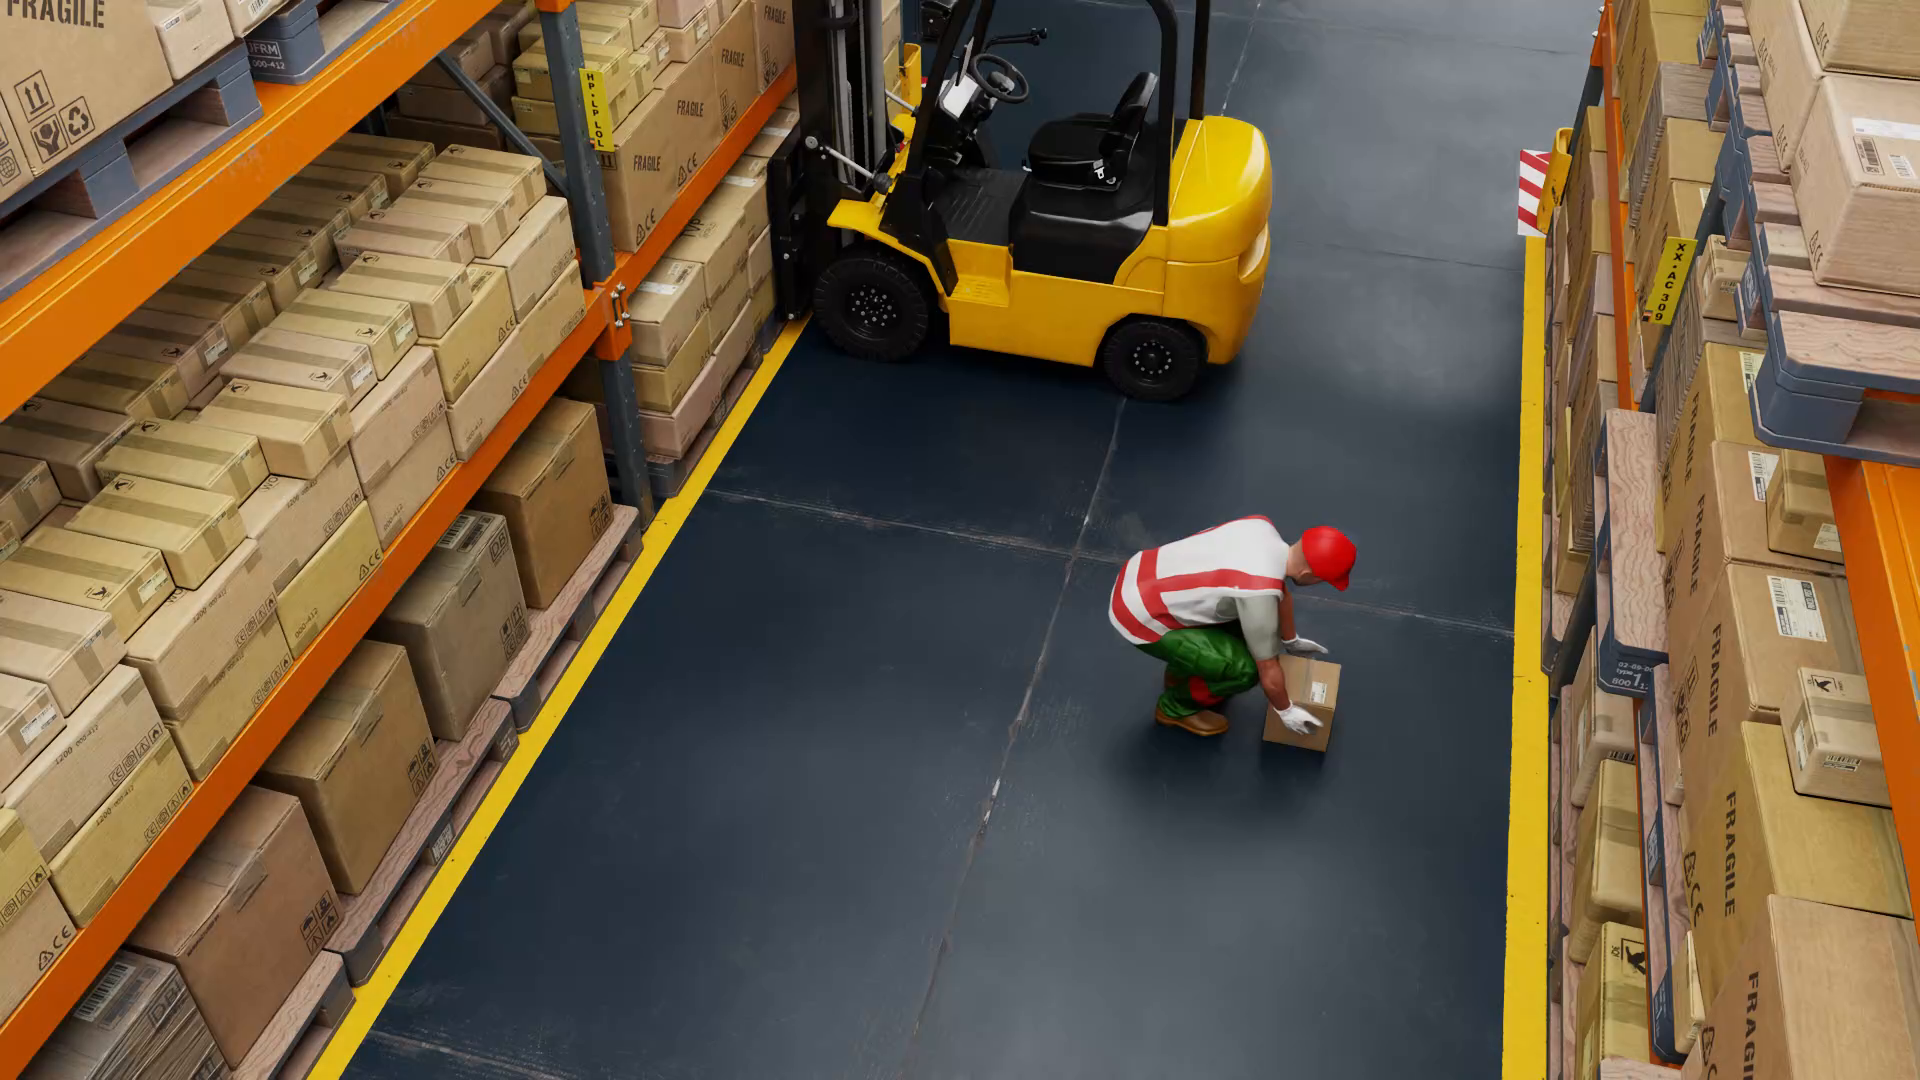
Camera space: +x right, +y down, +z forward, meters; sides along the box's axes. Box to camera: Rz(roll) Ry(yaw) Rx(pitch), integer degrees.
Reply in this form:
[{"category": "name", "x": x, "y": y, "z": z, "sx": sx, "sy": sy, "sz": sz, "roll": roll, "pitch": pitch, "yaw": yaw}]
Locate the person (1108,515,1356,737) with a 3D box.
[{"category": "person", "x": 1.026, "y": 0.295, "z": 6.440, "sx": 0.882, "sy": 0.954, "sz": 0.565, "roll": 10, "pitch": 42, "yaw": 11}]
